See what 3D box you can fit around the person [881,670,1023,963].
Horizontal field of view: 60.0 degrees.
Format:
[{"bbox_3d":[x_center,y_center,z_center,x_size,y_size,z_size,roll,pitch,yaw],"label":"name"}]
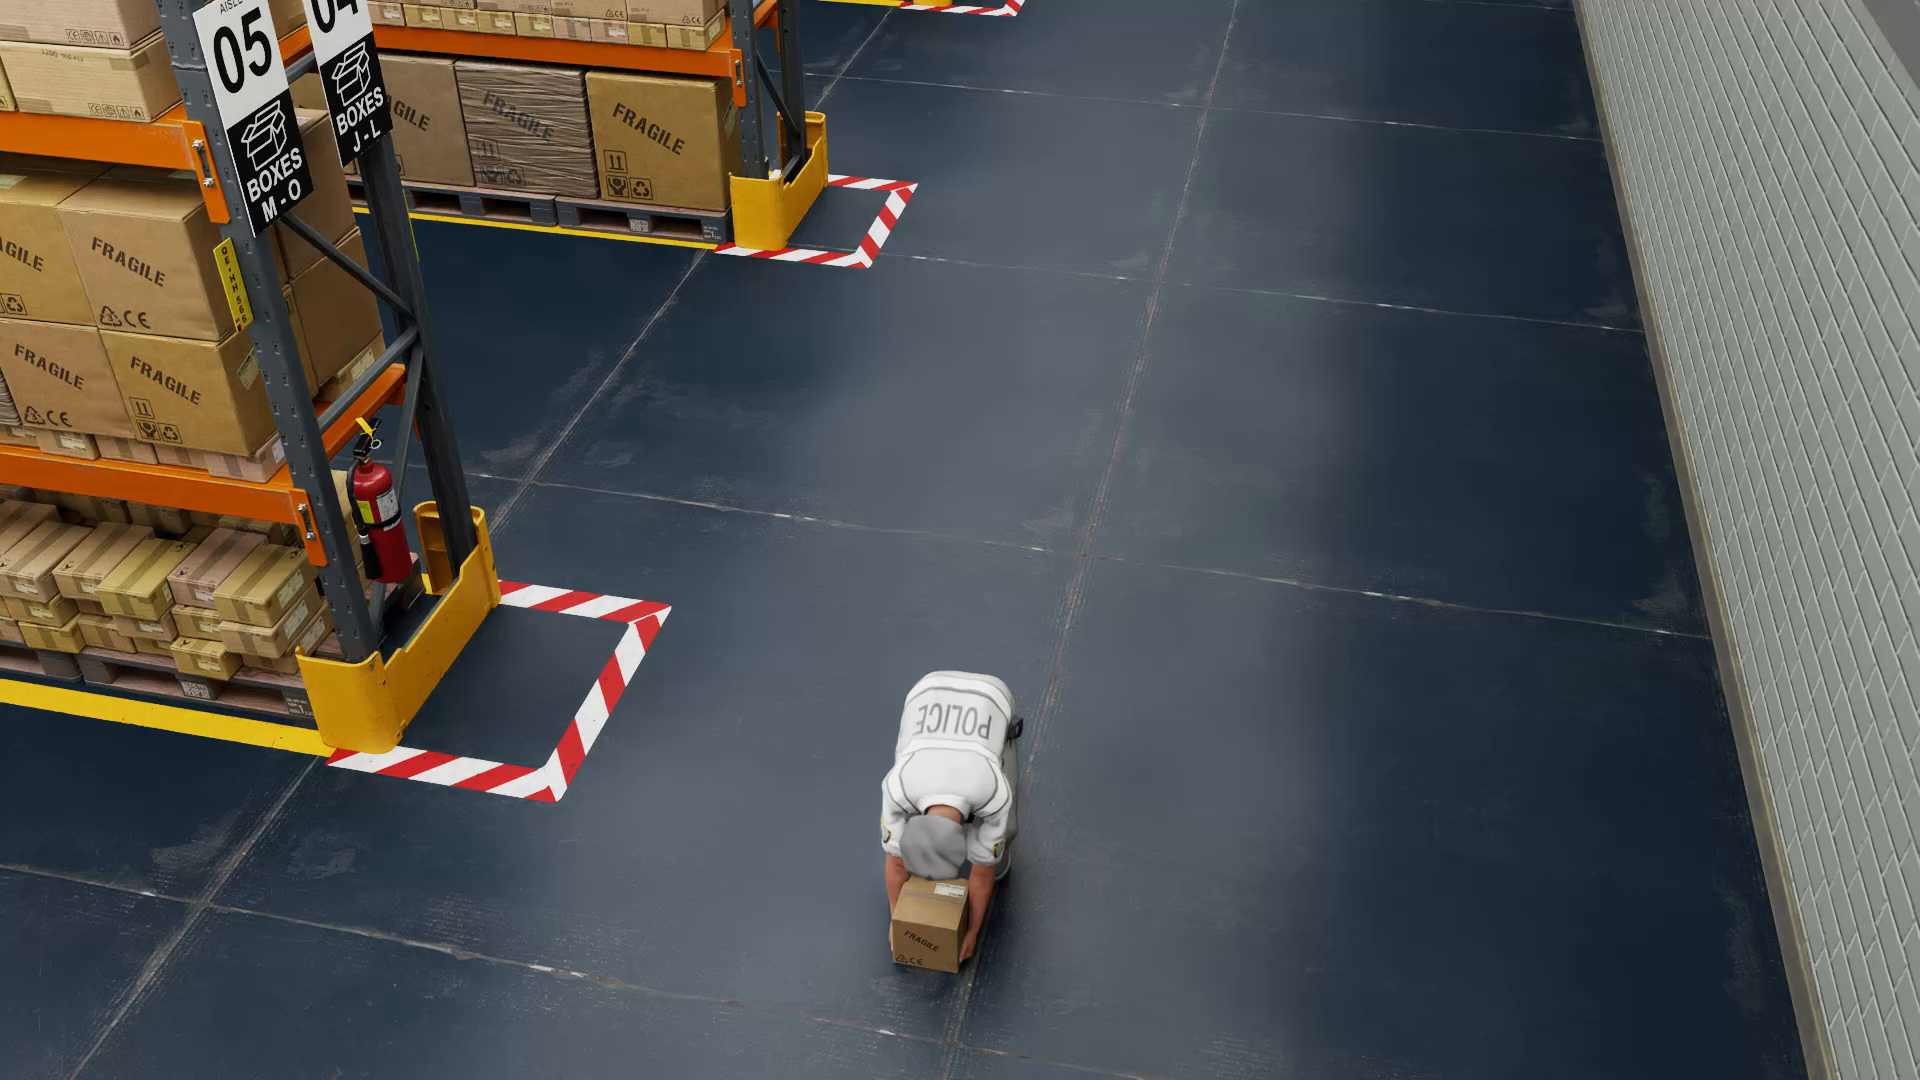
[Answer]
[{"bbox_3d":[-0.041,1.038,6.353,0.525,0.840,1.031,6,37,9],"label":"person"}]
